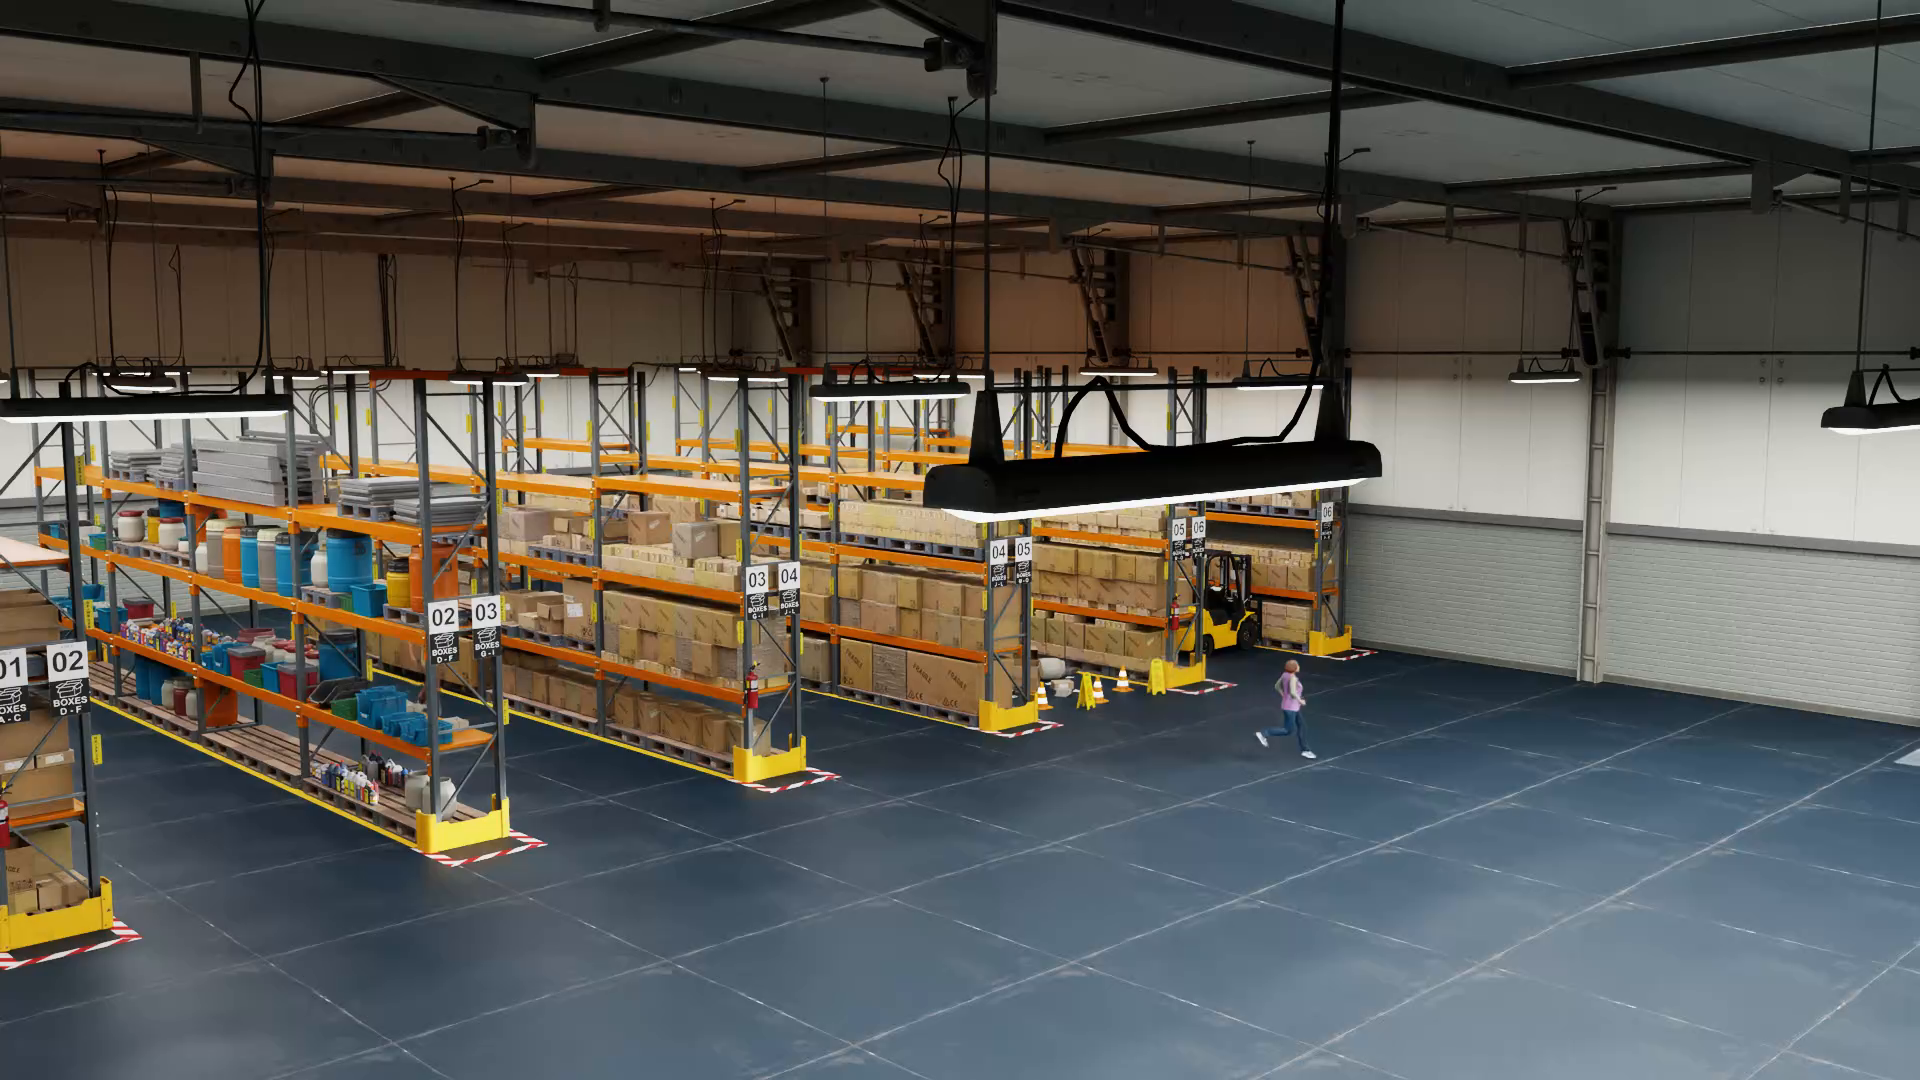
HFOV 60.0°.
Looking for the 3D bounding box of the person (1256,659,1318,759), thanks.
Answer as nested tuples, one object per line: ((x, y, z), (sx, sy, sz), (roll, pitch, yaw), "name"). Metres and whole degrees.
((5.113, 2.647, 25.920), (0.983, 1.584, 0.517), (0, 6, 2), "person")

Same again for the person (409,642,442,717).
((-9.289, 2.225, 29.127), (0.792, 1.691, 0.599), (6, 9, 42), "person")
